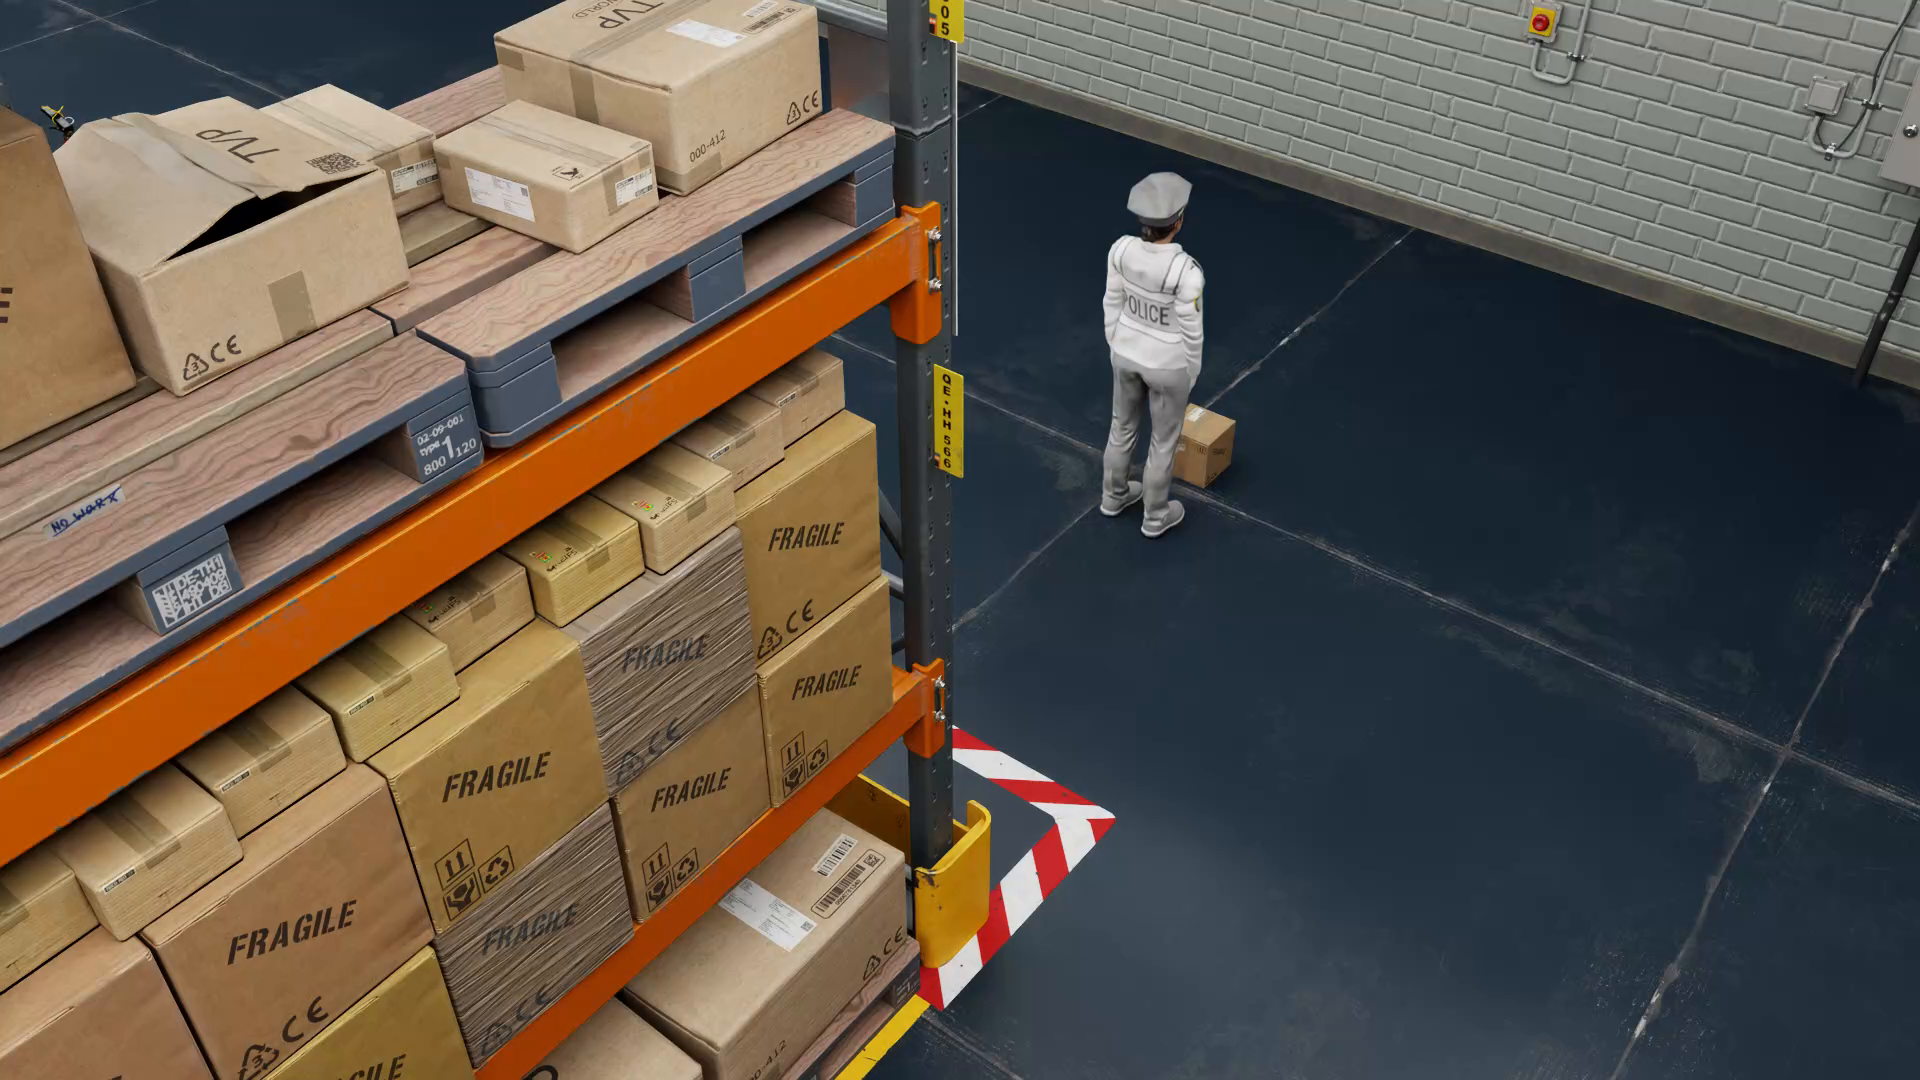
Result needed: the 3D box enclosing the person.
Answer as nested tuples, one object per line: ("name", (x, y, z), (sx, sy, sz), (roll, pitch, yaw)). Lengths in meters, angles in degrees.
("person", (0.818, -0.770, 7.084), (0.472, 1.690, 0.347), (27, 46, 29))
